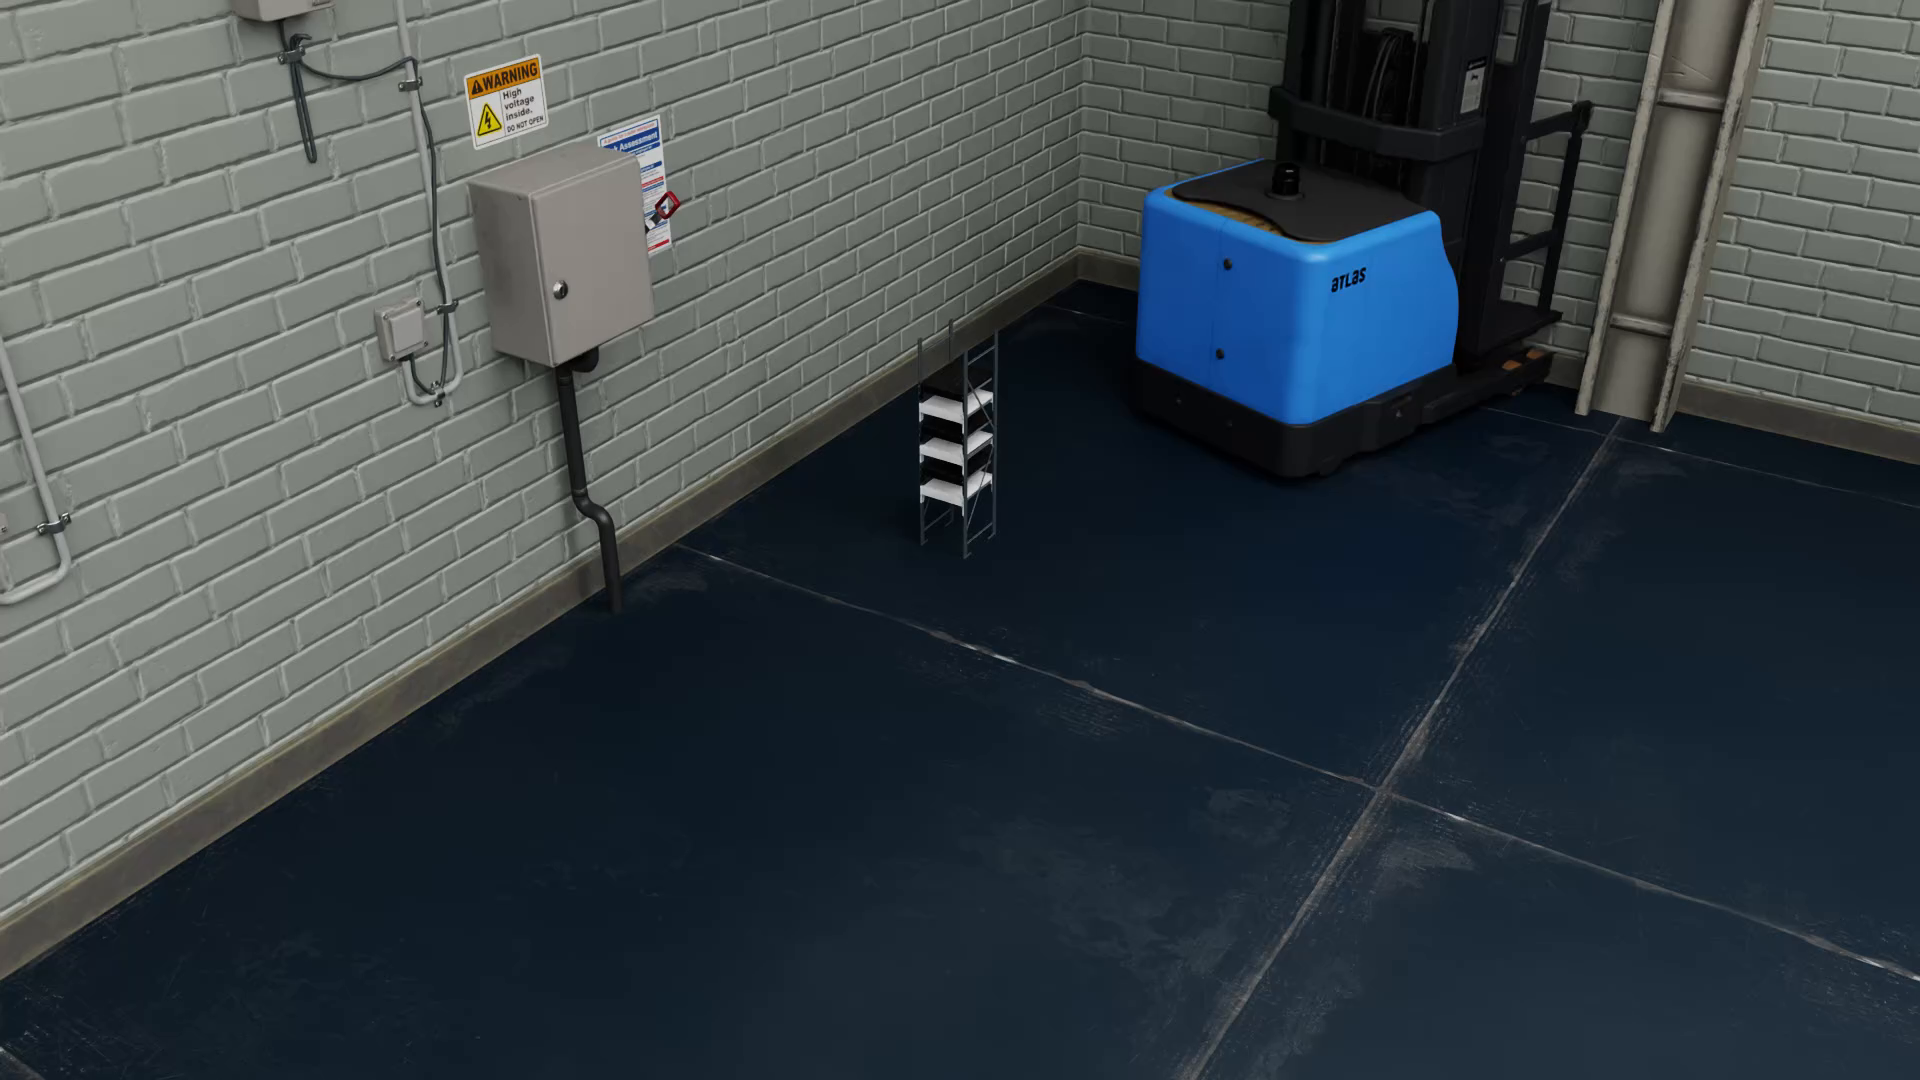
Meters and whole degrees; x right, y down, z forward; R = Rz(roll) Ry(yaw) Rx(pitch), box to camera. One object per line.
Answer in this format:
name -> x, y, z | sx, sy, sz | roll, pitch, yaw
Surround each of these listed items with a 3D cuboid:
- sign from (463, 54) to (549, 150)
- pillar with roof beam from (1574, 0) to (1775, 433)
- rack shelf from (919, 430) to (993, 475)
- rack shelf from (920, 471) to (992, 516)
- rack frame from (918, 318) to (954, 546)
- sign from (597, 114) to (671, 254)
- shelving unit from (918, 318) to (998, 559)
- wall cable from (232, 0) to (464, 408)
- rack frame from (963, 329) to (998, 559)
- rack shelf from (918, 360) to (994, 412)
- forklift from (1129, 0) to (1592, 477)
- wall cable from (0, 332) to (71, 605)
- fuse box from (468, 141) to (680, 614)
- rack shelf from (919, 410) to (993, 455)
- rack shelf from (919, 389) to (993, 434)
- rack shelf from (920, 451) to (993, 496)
sign -> -1.467, -1.422, 5.392 | 0.001, 0.242, 0.339 | 18, 35, 27
pillar with roof beam -> 0.828, -2.656, 2.373 | 0.400, 9.000, 9.100 | 18, 35, 27
rack shelf -> -0.007, -0.362, 6.544 | 0.200, 0.077, 0.258 | 18, 35, 27
rack shelf -> -0.007, -0.207, 6.634 | 0.200, 0.077, 0.258 | 18, 35, 27
rack frame -> -0.093, -0.418, 6.574 | 0.006, 0.900, 0.240 | 18, 35, 27
sign -> -1.175, -1.259, 6.026 | 0.001, 0.494, 0.329 | 18, 35, 27
shelving unit -> -0.007, -0.391, 6.527 | 0.210, 0.900, 0.258 | 18, 35, 27
wall cable -> -1.759, -1.223, 4.862 | 0.122, 1.984, 0.588 | 18, 35, 27
rack frame -> 0.079, -0.364, 6.480 | 0.006, 0.900, 0.240 | 18, 35, 27
rack shelf -> -0.007, -0.595, 6.408 | 0.200, 0.077, 0.258 | 18, 35, 27
forklift -> 2.243, -2.136, 7.503 | 3.031, 2.935, 1.130 | -22, 37, -33
wall cable -> -2.503, -0.629, 3.811 | 0.123, 1.953, 0.585 | 18, 35, 27
fuse box -> -1.262, -0.477, 5.870 | 0.414, 1.711, 0.539 | 18, 35, 27
rack shelf -> -0.007, -0.440, 6.498 | 0.200, 0.077, 0.258 | 18, 35, 27
rack shelf -> -0.007, -0.518, 6.453 | 0.200, 0.077, 0.258 | 18, 35, 27
rack shelf -> -0.007, -0.284, 6.589 | 0.200, 0.077, 0.258 | 18, 35, 27
